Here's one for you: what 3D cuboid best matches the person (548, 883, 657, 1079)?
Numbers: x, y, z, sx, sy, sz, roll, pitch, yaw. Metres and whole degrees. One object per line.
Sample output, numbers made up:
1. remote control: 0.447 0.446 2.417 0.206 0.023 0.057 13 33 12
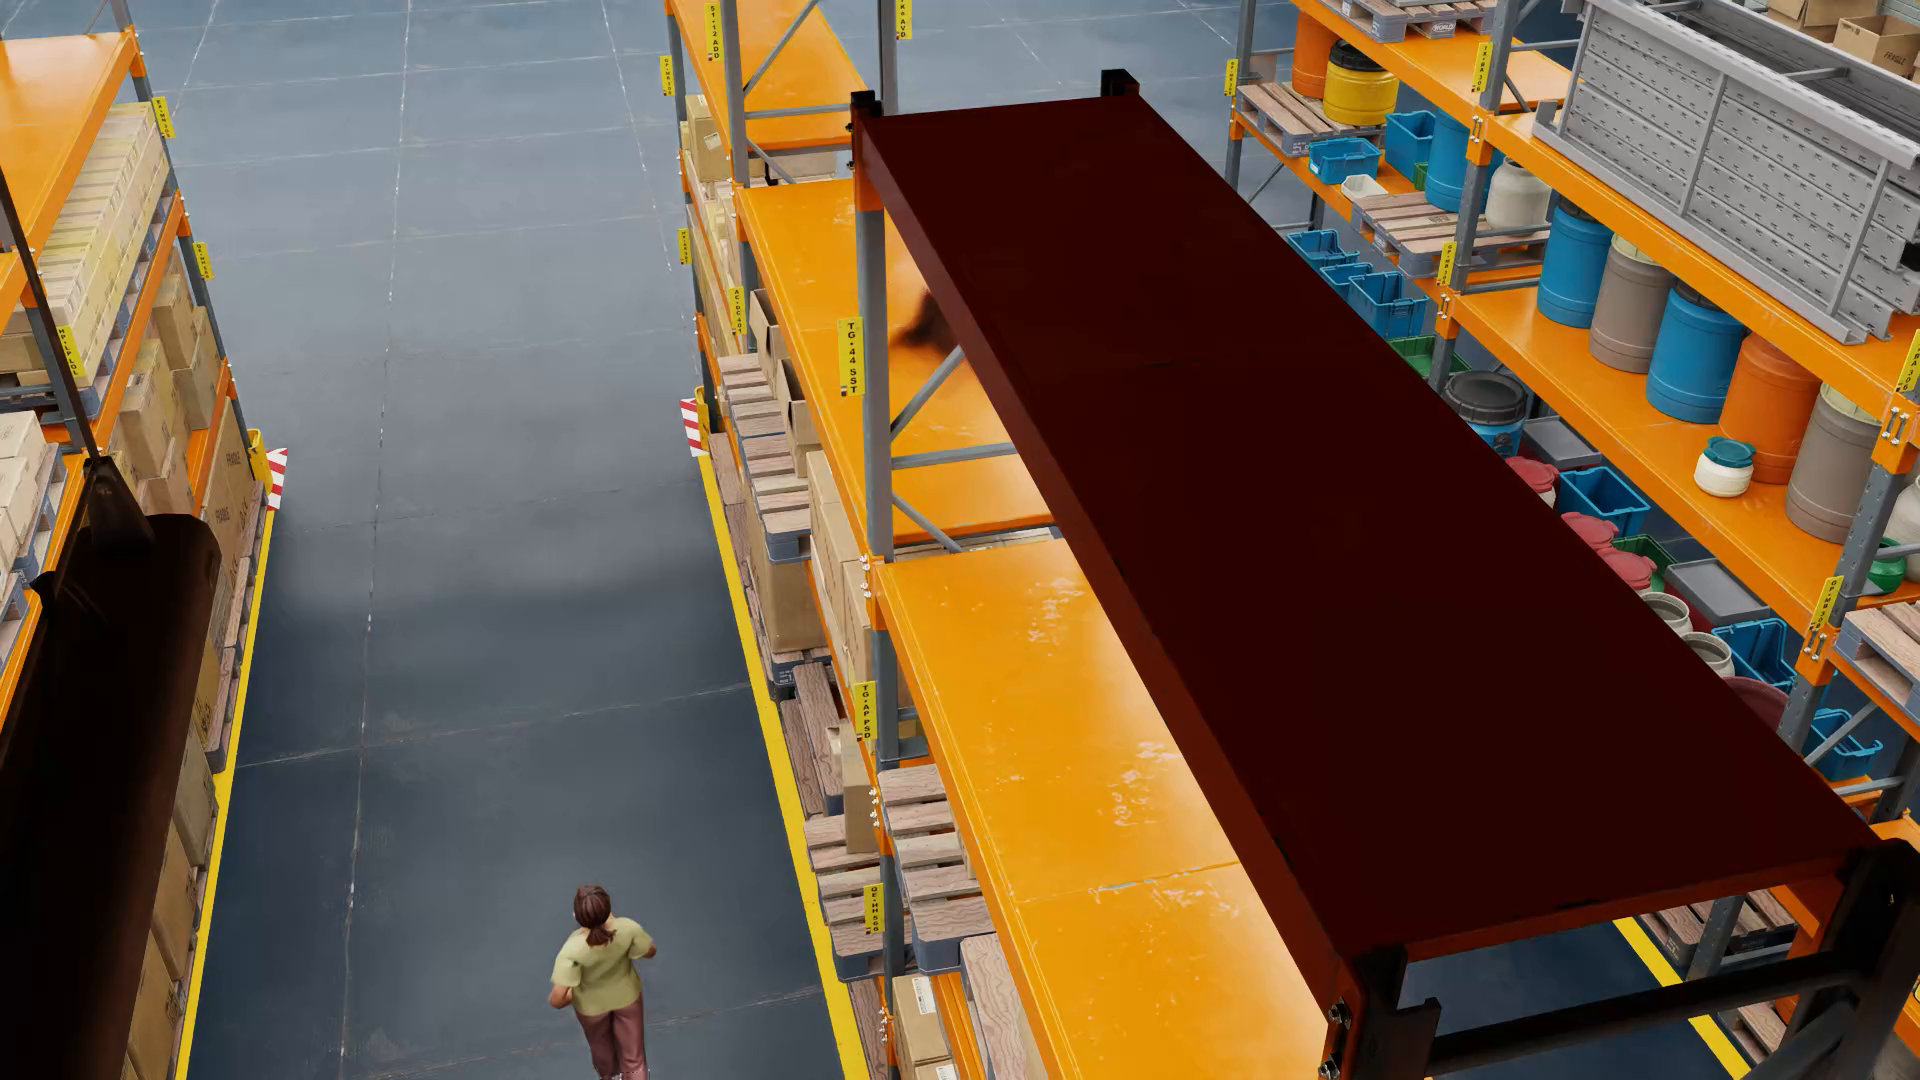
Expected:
1. person: -1.814 2.390 8.583 0.570 1.709 0.780 -11 36 -16
